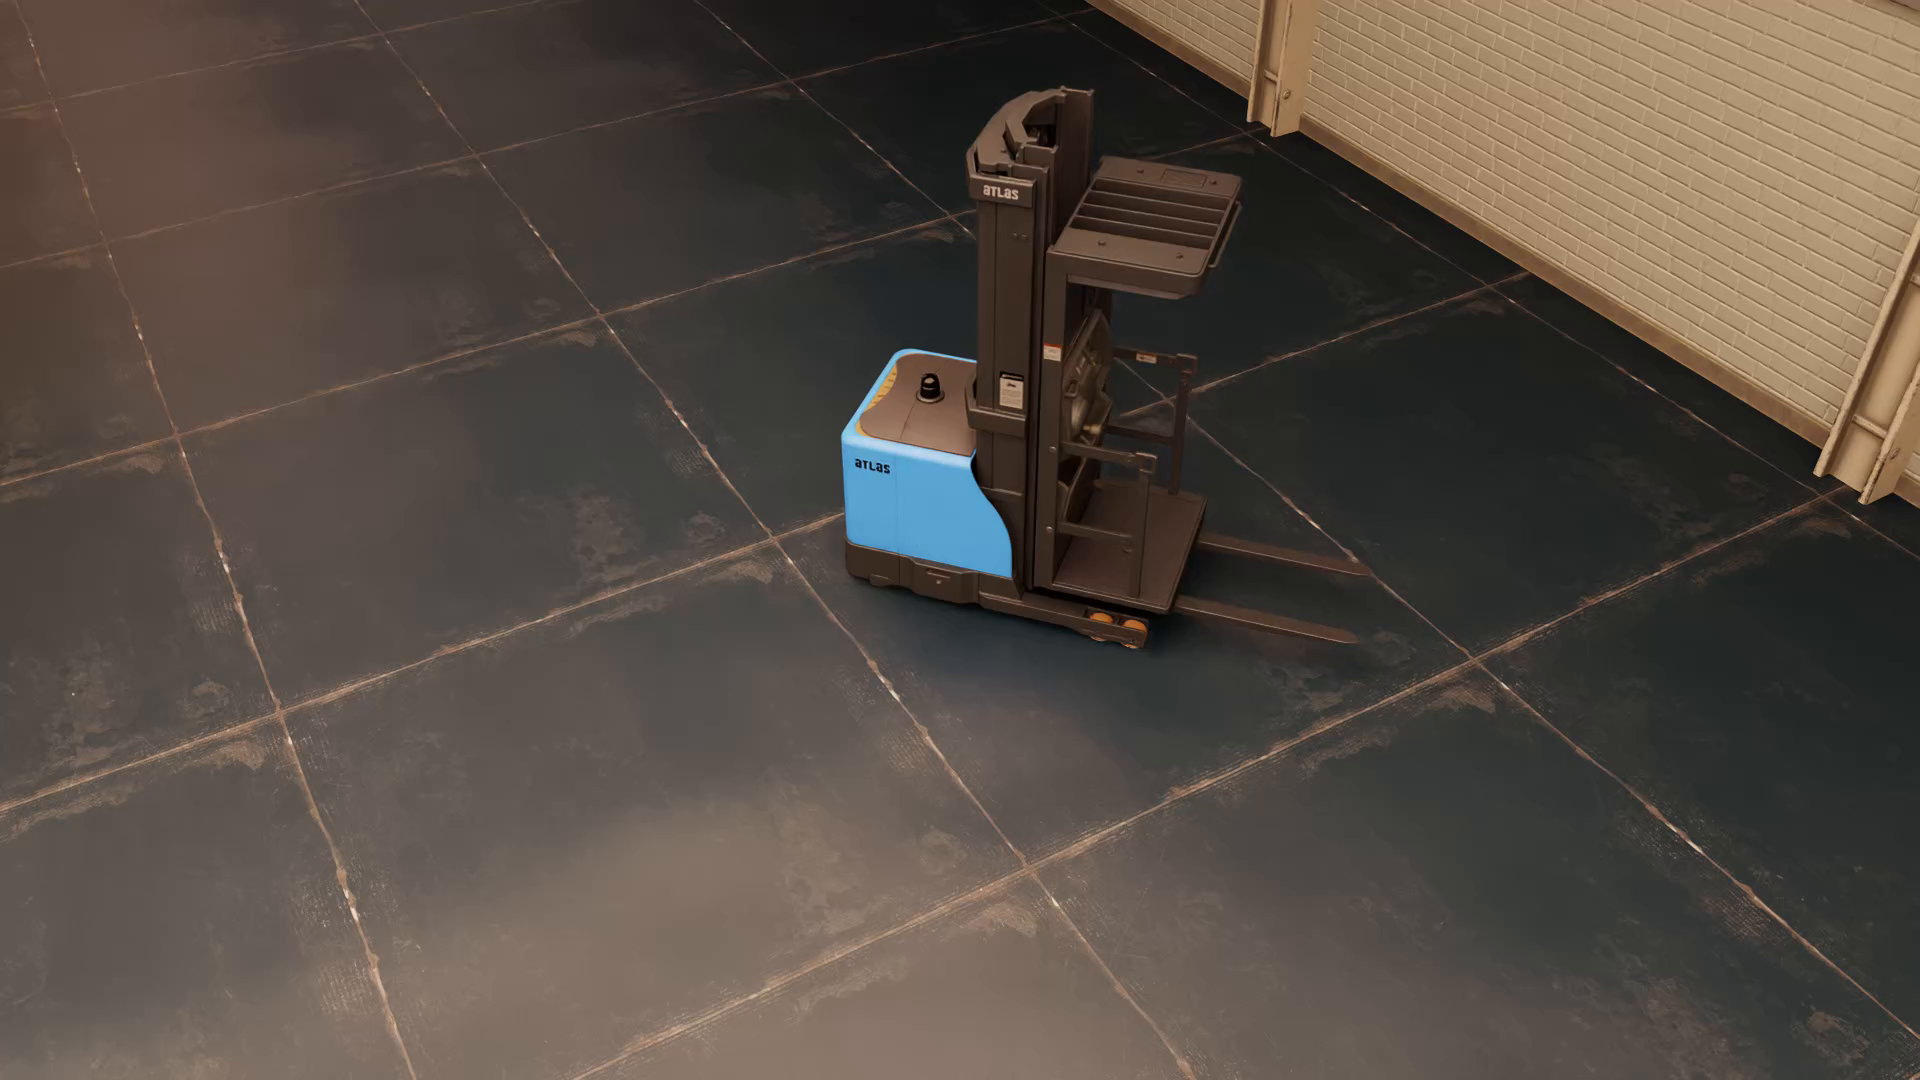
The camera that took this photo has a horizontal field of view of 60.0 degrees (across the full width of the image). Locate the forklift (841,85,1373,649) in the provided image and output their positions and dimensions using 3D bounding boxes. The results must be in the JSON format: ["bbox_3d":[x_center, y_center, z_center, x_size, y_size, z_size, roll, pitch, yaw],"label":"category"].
[{"bbox_3d":[0.886,-0.887,9.105,3.031,2.935,1.130,12,41,14],"label":"forklift"}]
